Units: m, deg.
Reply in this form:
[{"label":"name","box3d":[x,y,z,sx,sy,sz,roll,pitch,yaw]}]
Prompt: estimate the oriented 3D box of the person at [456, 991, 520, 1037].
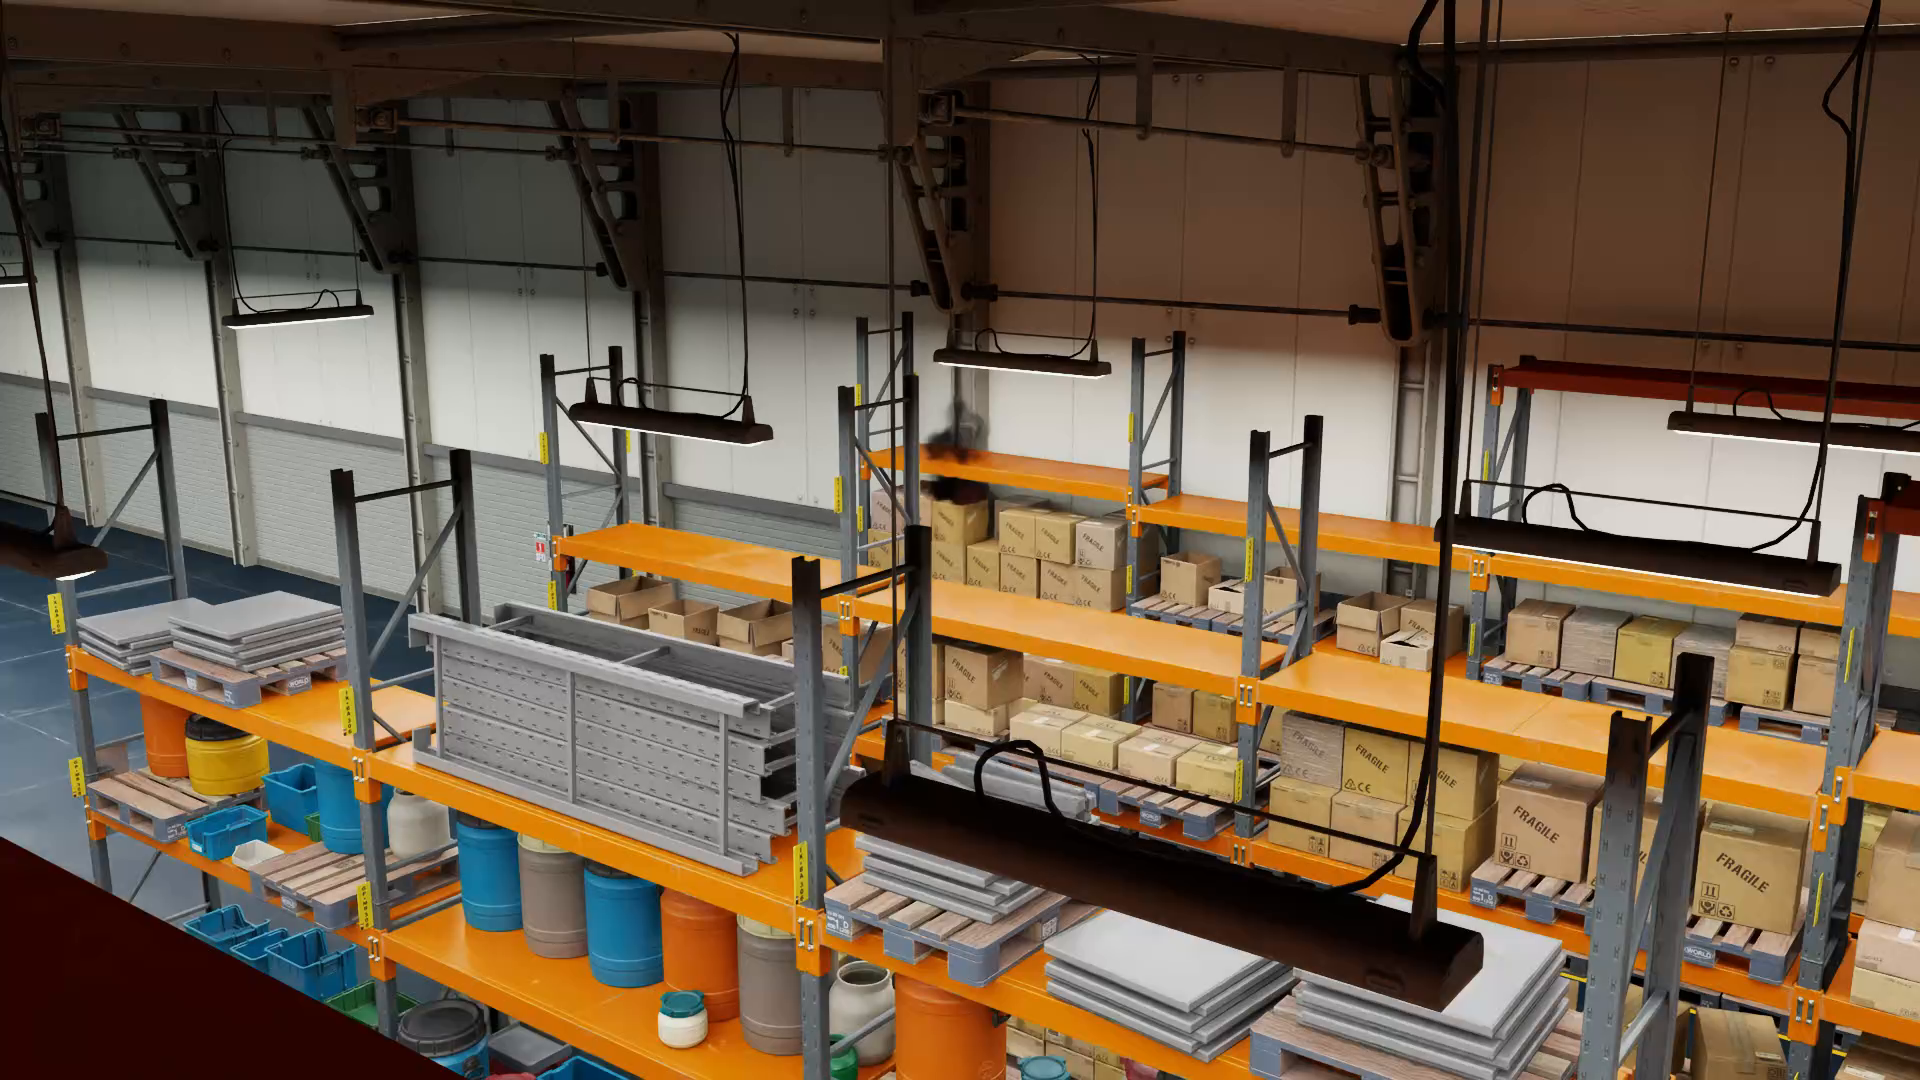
[{"label":"person","box3d":[-4.309,3.777,15.117,0.680,1.800,0.639,6,14,24]}]
